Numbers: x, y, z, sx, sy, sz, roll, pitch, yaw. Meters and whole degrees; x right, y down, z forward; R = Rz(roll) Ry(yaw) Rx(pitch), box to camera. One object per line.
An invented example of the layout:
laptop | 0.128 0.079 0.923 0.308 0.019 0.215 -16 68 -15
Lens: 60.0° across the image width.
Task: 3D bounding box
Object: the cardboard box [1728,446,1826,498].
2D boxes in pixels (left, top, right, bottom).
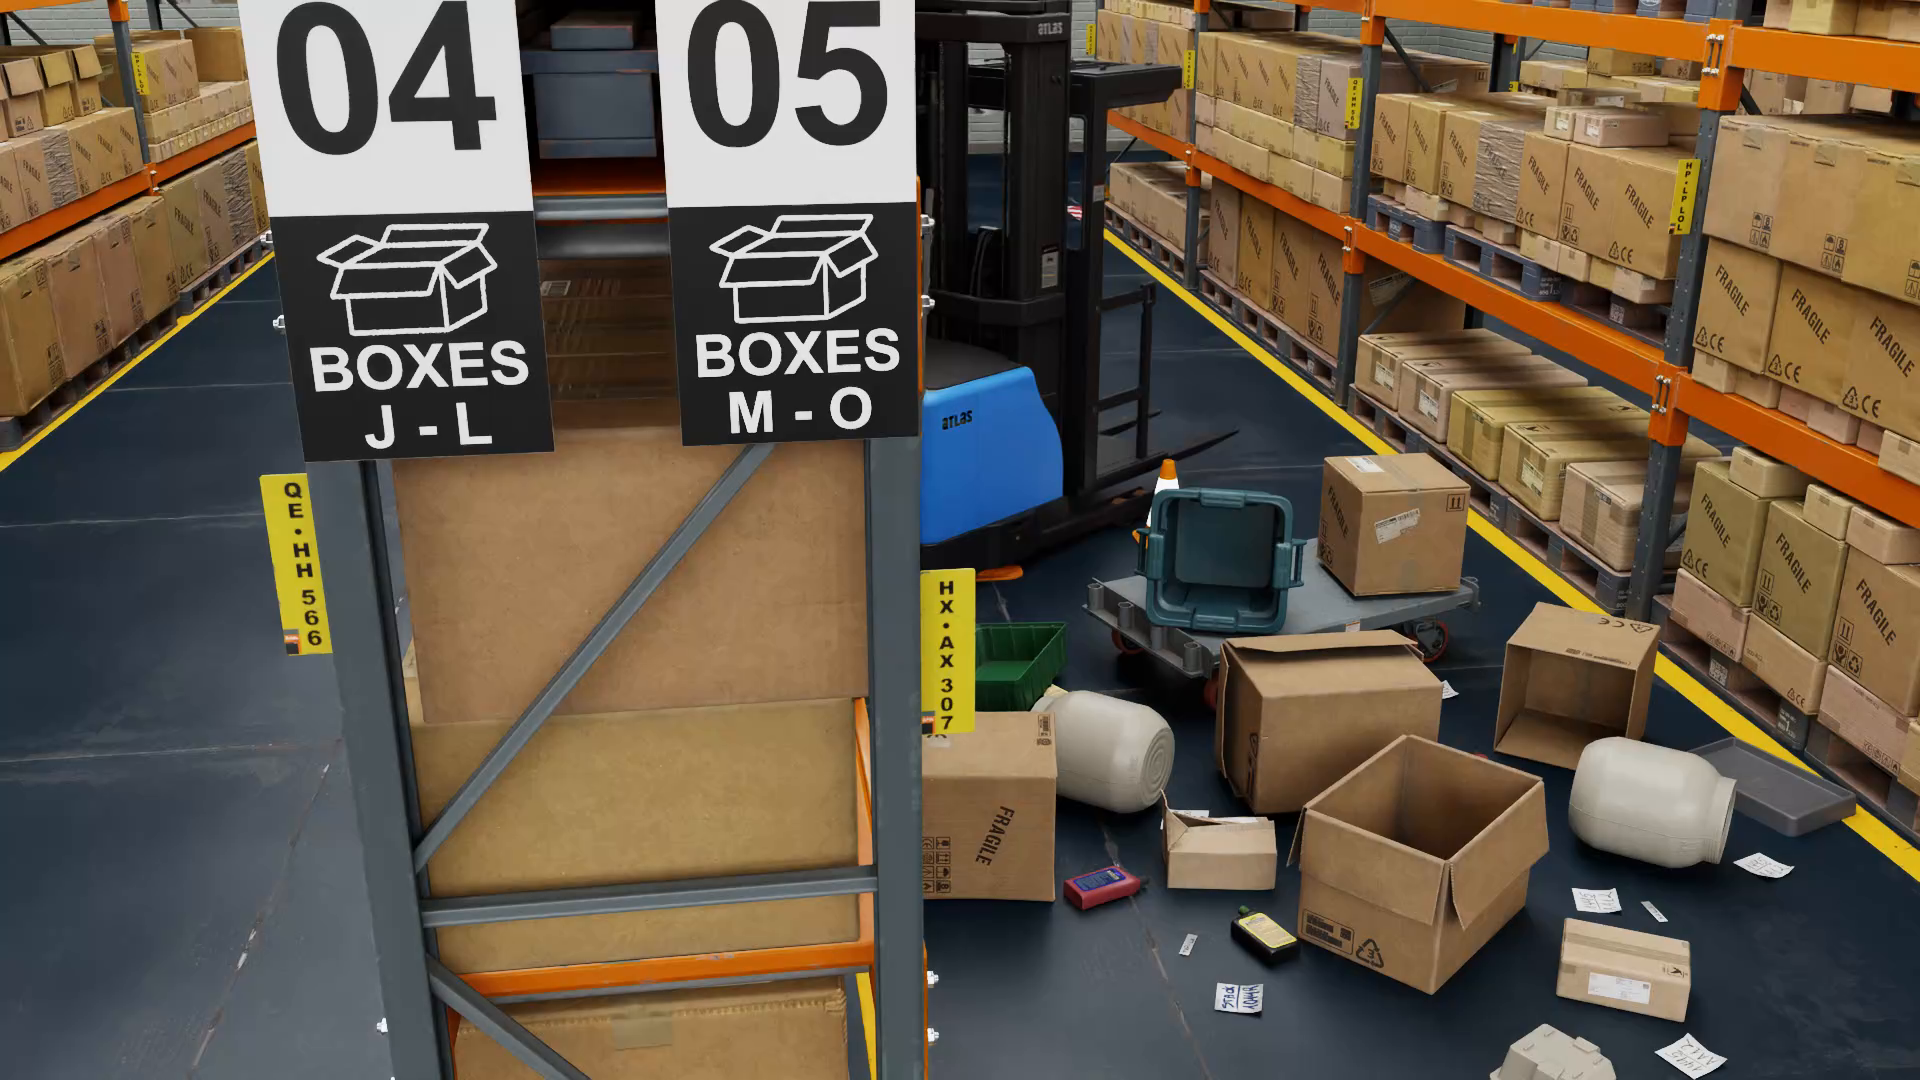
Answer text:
cardboard box | 3.511 -0.295 7.049 0.380 0.149 0.250 -3 21 -7

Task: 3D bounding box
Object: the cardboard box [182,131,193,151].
cardboard box | -7.055 -3.540 14.766 0.380 0.149 0.250 -3 21 -9

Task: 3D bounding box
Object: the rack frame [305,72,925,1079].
rack frame | -0.572 0.674 3.124 1.000 3.000 0.127 -3 21 -8

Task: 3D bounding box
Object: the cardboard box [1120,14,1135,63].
cardboard box | 1.956 -5.128 17.088 0.500 0.500 0.500 -3 21 -8

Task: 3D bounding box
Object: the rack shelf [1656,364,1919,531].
rack shelf | 4.023 0.034 5.866 1.077 0.370 4.000 -3 21 -8

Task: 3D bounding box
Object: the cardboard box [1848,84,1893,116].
cardboard box | 7.651 -3.433 13.372 0.797 0.503 0.637 -3 21 -9

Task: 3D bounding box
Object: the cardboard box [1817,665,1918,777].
cardboard box | 3.720 0.682 6.433 0.500 0.250 0.500 -3 21 -8

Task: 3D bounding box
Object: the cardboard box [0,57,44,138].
cardboard box | -6.932 -3.109 11.676 0.797 0.503 0.637 -2 21 -6

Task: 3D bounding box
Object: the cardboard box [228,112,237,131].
cardboard box | -7.276 -4.072 16.191 0.380 0.149 0.250 -3 21 -9

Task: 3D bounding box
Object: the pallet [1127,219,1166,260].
pallet | 2.370 -3.149 17.347 1.003 0.211 1.213 -3 21 -8

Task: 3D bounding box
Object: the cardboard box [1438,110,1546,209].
cardboard box | 3.159 -2.232 9.737 0.500 0.500 0.500 -3 21 -7

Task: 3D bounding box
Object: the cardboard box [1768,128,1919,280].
cardboard box | 3.636 -1.309 6.436 0.700 0.500 0.500 -3 21 -7

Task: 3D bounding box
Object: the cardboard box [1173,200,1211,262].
cardboard box | 2.597 -2.984 15.981 0.875 0.438 0.875 -3 21 -9

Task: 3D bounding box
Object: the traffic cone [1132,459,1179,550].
traffic cone | 1.139 -0.216 9.132 0.336 0.463 0.334 -3 21 -8

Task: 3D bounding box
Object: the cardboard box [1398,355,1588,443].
cardboard box | 3.344 -0.895 10.480 0.950 0.372 0.625 -3 21 -9

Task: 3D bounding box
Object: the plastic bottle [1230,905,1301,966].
plastic bottle | 1.005 1.322 5.589 0.133 0.061 0.283 -11 23 -26

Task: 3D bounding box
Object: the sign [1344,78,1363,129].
sign | 2.609 -2.893 11.021 0.100 0.325 0.005 -3 21 -8

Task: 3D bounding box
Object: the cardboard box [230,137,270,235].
cardboard box | -7.630 -3.634 17.095 0.875 0.875 0.875 -3 21 -8

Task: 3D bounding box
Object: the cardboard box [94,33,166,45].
cardboard box | -7.847 -4.539 15.798 0.500 0.500 0.500 -3 21 -9

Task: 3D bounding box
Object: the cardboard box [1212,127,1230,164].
cardboard box | 2.460 -3.350 14.113 0.500 0.250 0.500 -3 21 -9

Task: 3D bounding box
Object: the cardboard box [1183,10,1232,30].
cardboard box | 2.222 -4.675 14.946 0.380 0.149 0.250 -3 21 -9

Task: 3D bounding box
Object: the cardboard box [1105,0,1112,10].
cardboard box | 1.782 -5.832 18.046 0.380 0.149 0.250 -2 21 -7

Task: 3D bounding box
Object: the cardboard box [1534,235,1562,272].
cardboard box | 3.254 -1.506 8.721 0.380 0.149 0.250 -3 21 -7

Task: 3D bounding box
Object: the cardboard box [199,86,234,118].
cardboard box | -7.323 -4.213 15.998 0.500 0.250 0.500 -4 21 -10

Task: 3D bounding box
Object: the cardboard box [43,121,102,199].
cardboard box | -6.741 -2.812 12.314 0.500 0.500 0.500 -3 21 -8

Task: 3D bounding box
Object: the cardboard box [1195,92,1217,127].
cardboard box | 2.366 -3.763 14.503 0.500 0.250 0.500 -4 21 -9

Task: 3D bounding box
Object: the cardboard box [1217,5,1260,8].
cardboard box | 2.677 -5.064 15.987 0.380 0.149 0.250 -4 21 -9

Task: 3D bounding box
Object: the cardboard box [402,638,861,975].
cardboard box | -0.671 0.478 3.435 0.875 0.550 0.550 -3 21 -8

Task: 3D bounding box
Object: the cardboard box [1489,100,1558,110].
cardboard box | 3.584 -2.441 10.297 0.500 0.500 0.500 -3 21 -9

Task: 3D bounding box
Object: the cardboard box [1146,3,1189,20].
cardboard box | 2.050 -5.205 16.366 0.380 0.149 0.250 -3 21 -8

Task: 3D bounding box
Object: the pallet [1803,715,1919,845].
pallet | 4.046 0.965 6.330 1.003 0.211 1.213 -3 21 -8

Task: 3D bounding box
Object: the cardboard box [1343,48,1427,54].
cardboard box | 3.189 -3.430 12.540 0.500 0.500 0.500 -2 21 -6

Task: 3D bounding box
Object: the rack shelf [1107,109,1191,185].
rack shelf | 2.293 -4.121 16.990 1.077 0.370 4.000 -3 21 -8

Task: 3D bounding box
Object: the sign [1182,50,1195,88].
sign | 2.033 -4.179 14.768 0.100 0.325 0.005 -3 21 -8

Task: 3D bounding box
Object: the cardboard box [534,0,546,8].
cardboard box | -1.029 -1.131 3.286 0.380 0.149 0.250 -3 21 -7

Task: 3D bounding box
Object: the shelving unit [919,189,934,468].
shelving unit | -0.456 -0.608 7.784 0.431 2.100 0.503 -4 19 -22

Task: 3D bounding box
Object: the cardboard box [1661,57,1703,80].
cardboard box | 7.541 -4.966 16.943 0.500 0.500 0.500 -3 21 -9

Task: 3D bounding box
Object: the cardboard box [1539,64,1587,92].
cardboard box | 6.788 -5.126 18.442 0.500 0.250 0.500 -3 21 -7

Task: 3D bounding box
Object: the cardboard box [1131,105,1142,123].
cardboard box | 2.035 -4.493 16.815 0.500 0.500 0.500 -2 21 -6

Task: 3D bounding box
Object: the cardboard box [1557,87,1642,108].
cardboard box | 3.673 -2.515 9.567 0.380 0.149 0.250 -4 21 -10

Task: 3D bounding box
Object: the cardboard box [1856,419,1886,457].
cardboard box | 3.690 -0.399 6.356 0.380 0.149 0.250 -3 21 -8

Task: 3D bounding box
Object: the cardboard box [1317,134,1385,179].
cardboard box | 2.837 -2.699 11.655 0.500 0.250 0.500 -3 21 -8

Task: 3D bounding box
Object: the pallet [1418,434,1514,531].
pallet | 3.442 -0.382 9.937 1.003 0.211 1.213 -3 21 -8

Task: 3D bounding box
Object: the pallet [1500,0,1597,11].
pallet | 3.599 -2.891 8.650 1.213 0.211 1.003 -3 21 -8

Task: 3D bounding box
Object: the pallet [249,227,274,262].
pallet | -7.609 -3.071 17.137 1.003 0.211 1.213 -3 21 -8

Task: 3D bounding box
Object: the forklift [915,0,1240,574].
forklift | 0.487 -1.553 9.185 1.130 2.935 3.031 18 27 40

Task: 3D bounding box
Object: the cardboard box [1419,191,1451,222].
cardboard box | 3.042 -2.044 10.162 0.380 0.149 0.250 -3 21 -7

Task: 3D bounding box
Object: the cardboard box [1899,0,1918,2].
cardboard box | 3.611 -2.125 6.121 0.500 0.250 0.500 -3 21 -8

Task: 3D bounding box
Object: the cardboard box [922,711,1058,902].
cardboard box | 0.090 0.945 5.968 0.500 0.500 0.500 1 20 2

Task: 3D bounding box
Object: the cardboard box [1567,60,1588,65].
cardboard box | 7.245 -5.325 18.975 0.500 0.250 0.500 -2 21 -6

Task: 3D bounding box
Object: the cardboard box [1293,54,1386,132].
cardboard box | 2.743 -3.238 12.028 0.500 0.500 0.500 -3 21 -7

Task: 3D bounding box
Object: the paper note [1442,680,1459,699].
paper note | 2.123 0.665 7.392 0.148 0.019 0.142 -3 21 -8

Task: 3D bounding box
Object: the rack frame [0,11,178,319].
rack frame | -7.225 -3.265 13.672 1.000 3.000 0.127 -3 21 -8
